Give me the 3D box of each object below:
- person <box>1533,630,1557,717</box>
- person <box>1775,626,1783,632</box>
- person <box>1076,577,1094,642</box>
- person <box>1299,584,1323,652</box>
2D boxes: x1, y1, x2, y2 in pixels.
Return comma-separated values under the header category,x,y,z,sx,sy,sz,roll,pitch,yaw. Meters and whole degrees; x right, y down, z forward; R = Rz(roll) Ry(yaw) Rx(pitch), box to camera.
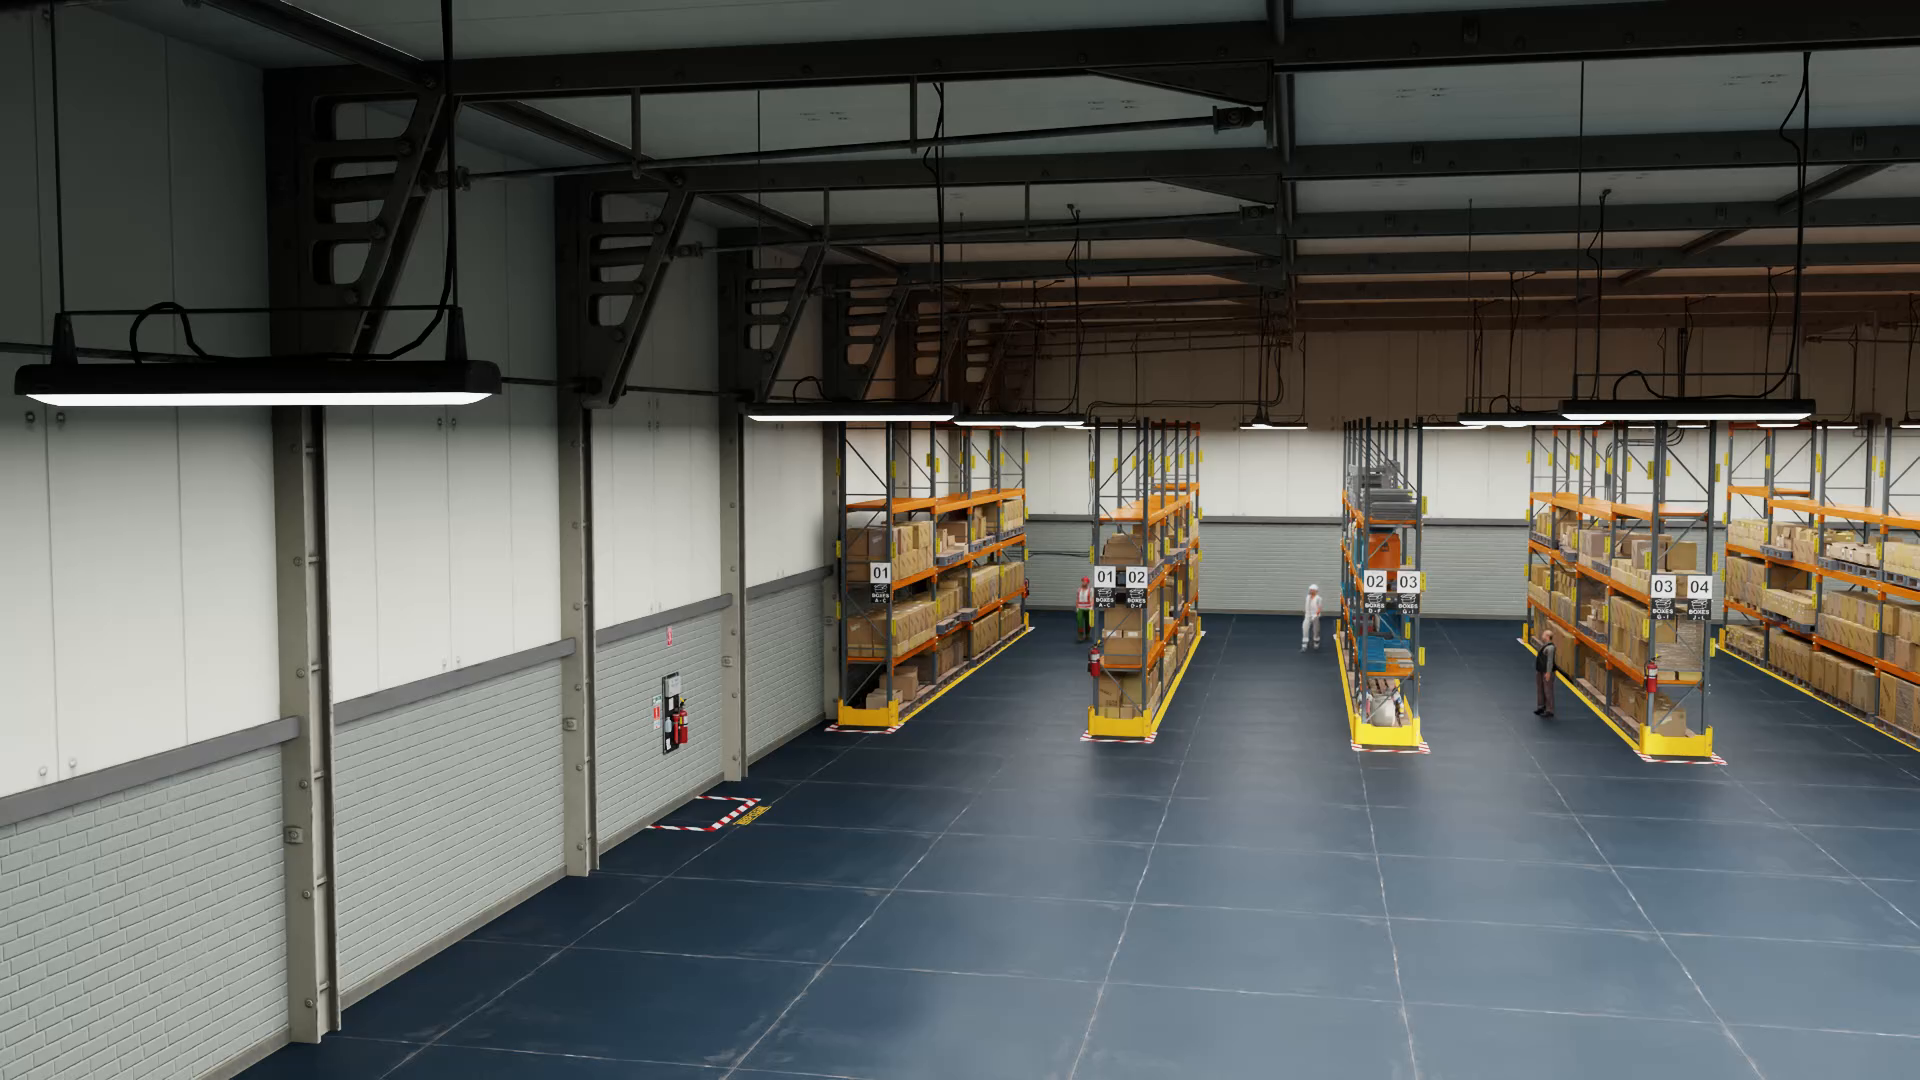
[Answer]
category,x,y,z,sx,sy,sz,roll,pitch,yaw
person,11.817,2.678,33.530,0.393,1.728,0.563,-1,4,-9
person,21.899,1.934,44.834,0.638,1.772,0.445,3,5,41
person,3.406,1.889,45.419,0.540,1.733,1.051,1,4,10
person,9.150,2.020,43.145,0.504,1.725,1.053,2,4,25
